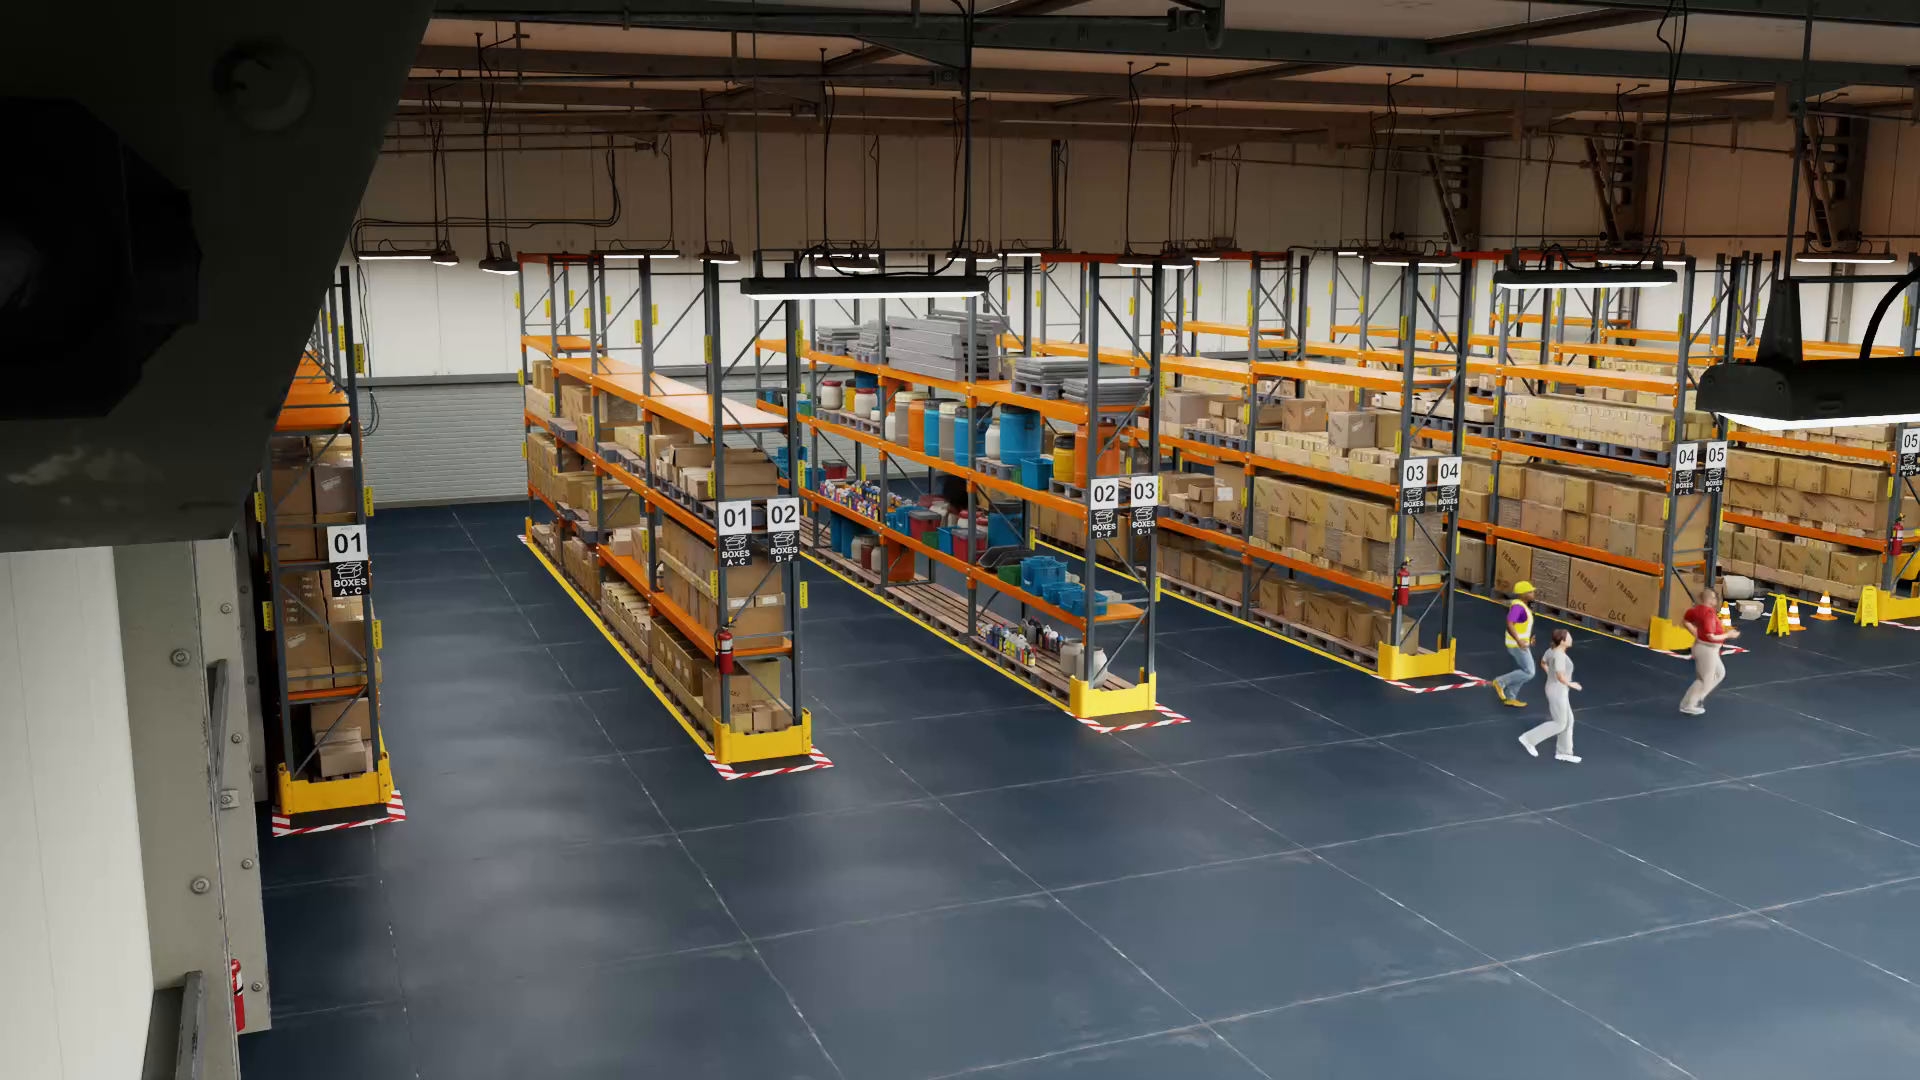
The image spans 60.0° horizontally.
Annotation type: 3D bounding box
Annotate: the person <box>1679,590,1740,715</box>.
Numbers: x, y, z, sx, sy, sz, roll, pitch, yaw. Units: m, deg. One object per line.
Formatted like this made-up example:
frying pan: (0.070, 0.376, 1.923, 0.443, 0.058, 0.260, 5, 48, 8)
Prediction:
person: (9.955, 1.513, 22.084, 0.671, 1.736, 0.626, 2, 11, 11)

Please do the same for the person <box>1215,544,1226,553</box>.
person: (5.131, -0.407, 32.673, 0.632, 1.673, 0.595, -4, 11, -23)

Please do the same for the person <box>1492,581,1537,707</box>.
person: (7.544, 1.414, 22.579, 0.556, 1.733, 0.701, 3, 11, 17)

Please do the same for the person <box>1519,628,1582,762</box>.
person: (7.204, 1.880, 20.204, 0.771, 1.668, 0.590, 1, 10, 7)
